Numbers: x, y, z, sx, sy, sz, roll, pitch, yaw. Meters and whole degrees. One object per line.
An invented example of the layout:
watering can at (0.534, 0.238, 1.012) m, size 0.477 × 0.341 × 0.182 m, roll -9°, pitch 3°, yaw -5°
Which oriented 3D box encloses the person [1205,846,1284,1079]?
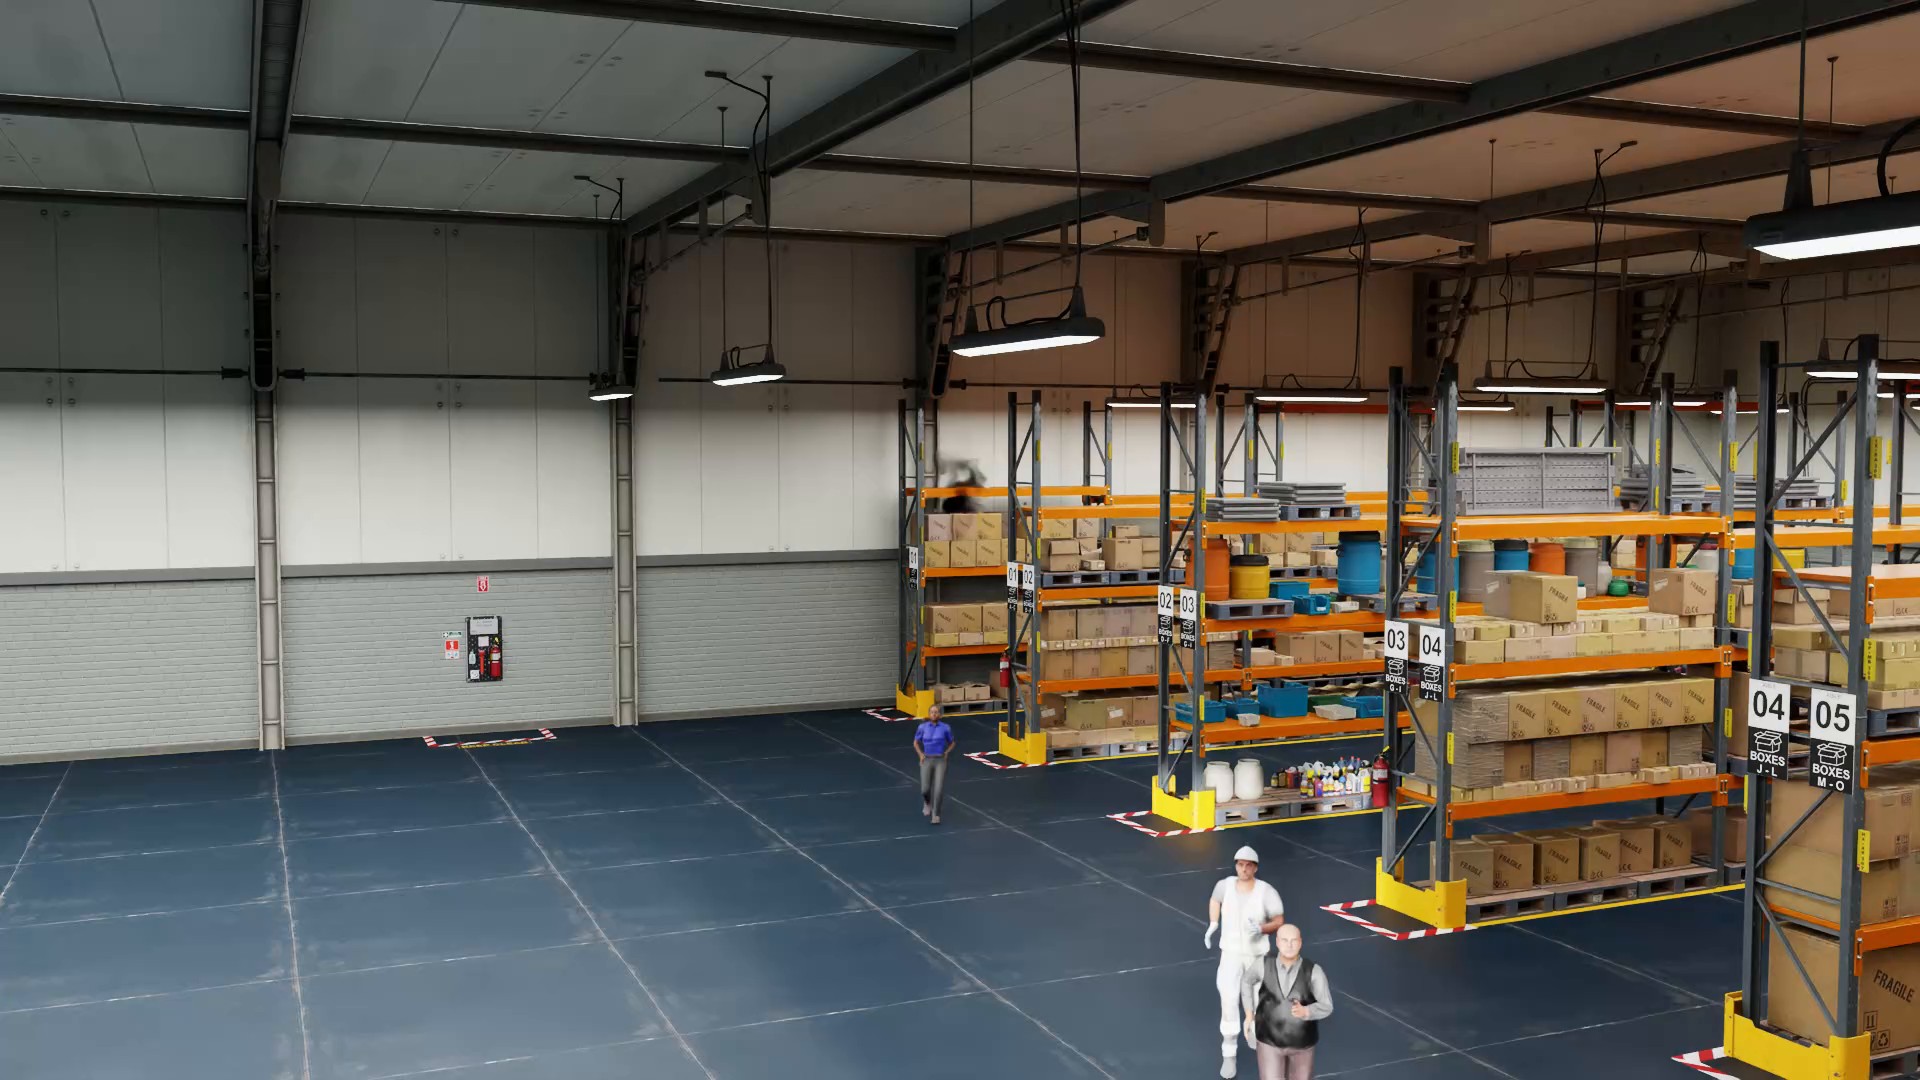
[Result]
person at (2.354, 3.429, 13.779) m, size 0.662 × 1.797 × 0.928 m, roll 1°, pitch 3°, yaw 17°

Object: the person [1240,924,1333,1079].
person at (2.313, 3.601, 11.795) m, size 0.633 × 1.771 × 0.825 m, roll 0°, pitch 3°, yaw 6°

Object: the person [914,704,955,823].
person at (-0.349, 3.042, 22.560) m, size 0.571 × 1.596 × 0.573 m, roll 0°, pitch 3°, yaw 1°
